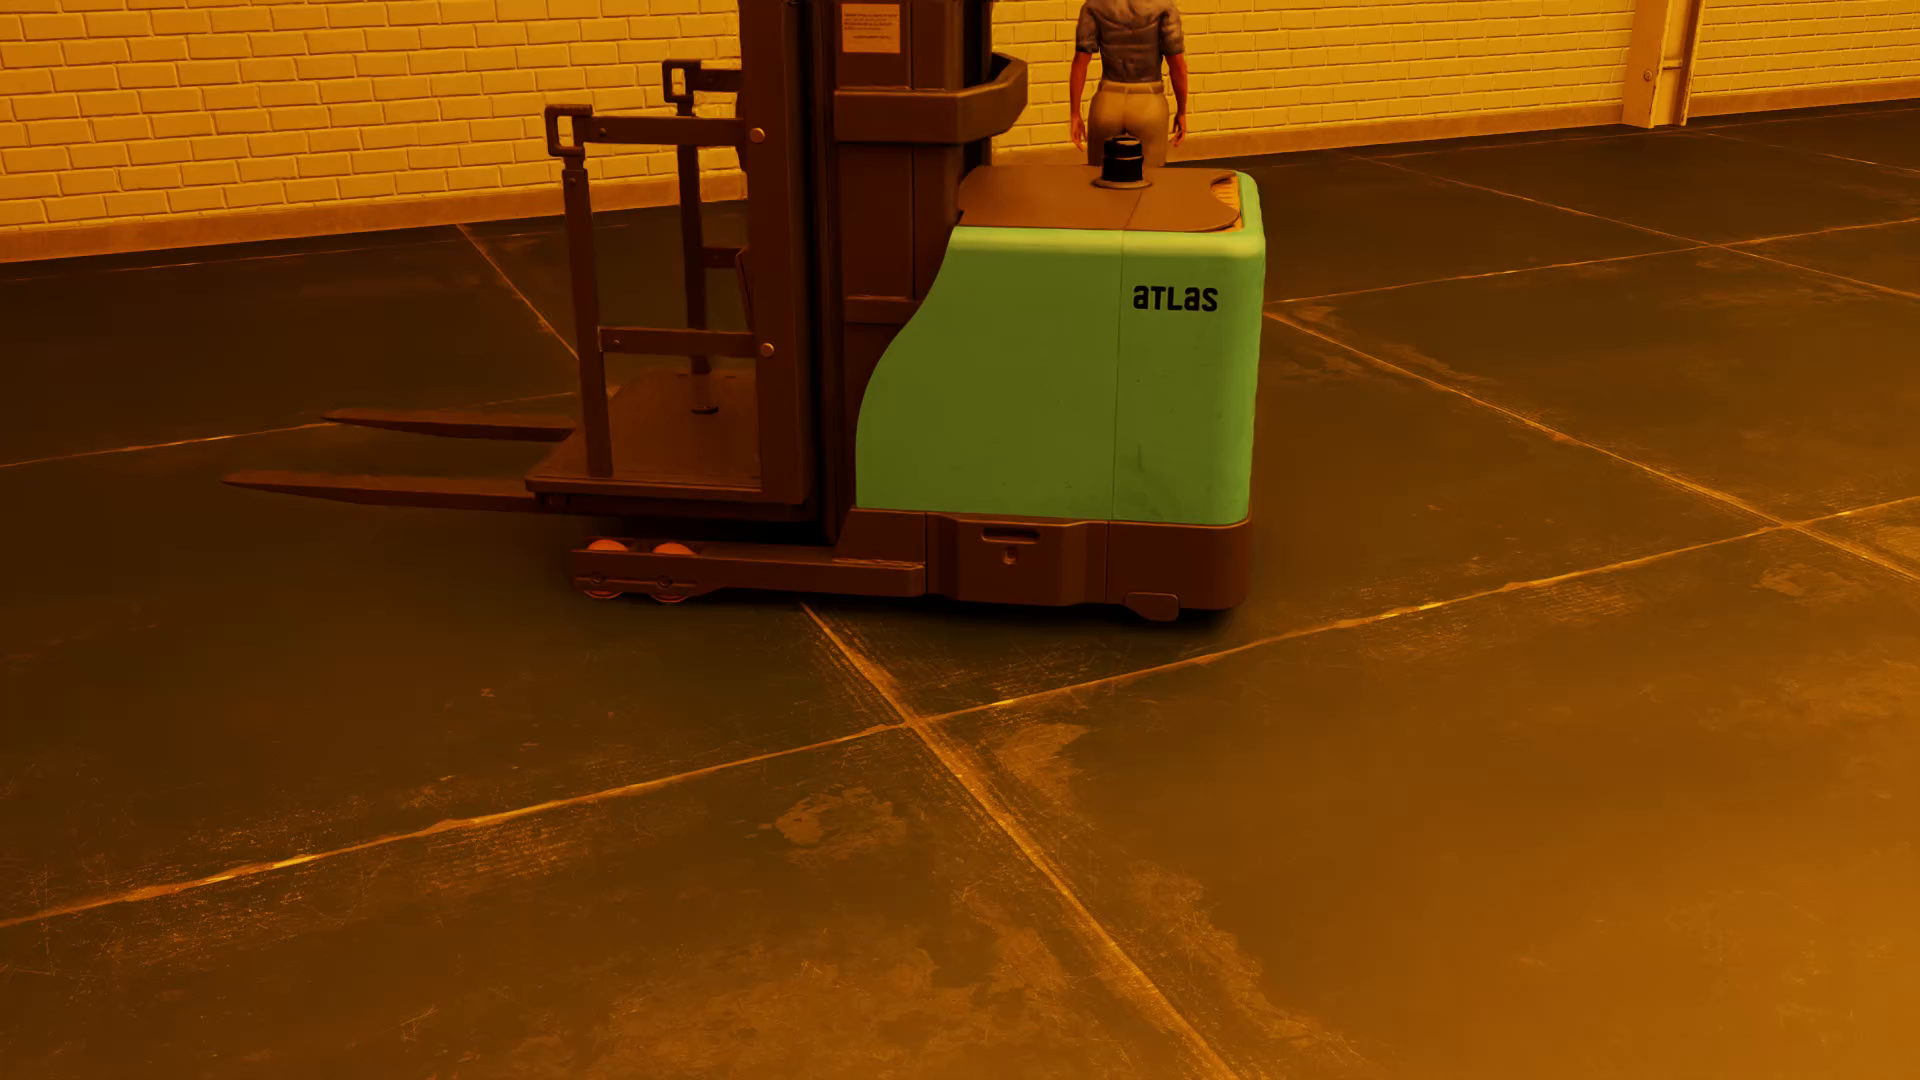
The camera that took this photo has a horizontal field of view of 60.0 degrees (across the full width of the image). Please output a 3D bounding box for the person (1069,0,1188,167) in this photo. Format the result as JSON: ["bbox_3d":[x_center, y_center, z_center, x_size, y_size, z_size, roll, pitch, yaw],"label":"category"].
[{"bbox_3d":[0.783,-1.936,7.699,0.546,1.698,0.517,7,23,15],"label":"person"}]

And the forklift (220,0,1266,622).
[{"bbox_3d":[-0.661,-1.372,4.588,3.031,2.935,1.130,3,23,7],"label":"forklift"}]
